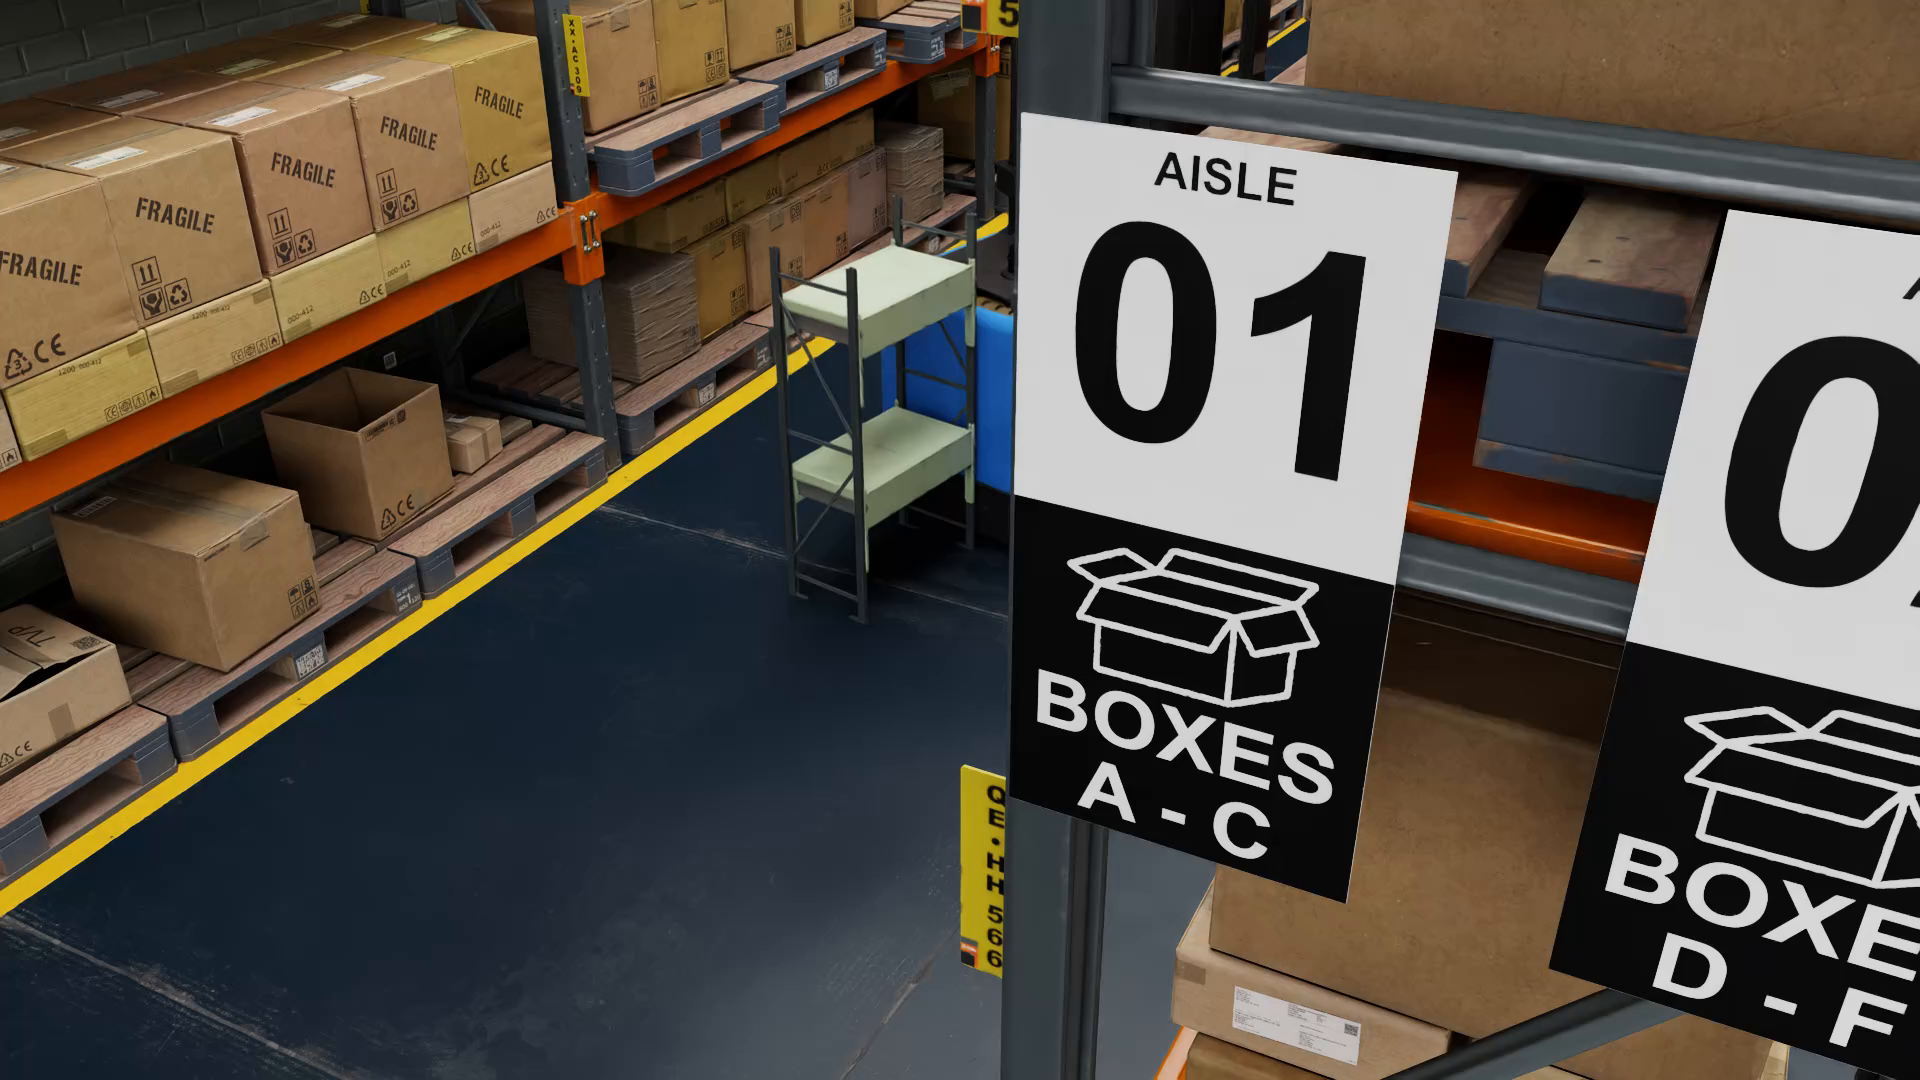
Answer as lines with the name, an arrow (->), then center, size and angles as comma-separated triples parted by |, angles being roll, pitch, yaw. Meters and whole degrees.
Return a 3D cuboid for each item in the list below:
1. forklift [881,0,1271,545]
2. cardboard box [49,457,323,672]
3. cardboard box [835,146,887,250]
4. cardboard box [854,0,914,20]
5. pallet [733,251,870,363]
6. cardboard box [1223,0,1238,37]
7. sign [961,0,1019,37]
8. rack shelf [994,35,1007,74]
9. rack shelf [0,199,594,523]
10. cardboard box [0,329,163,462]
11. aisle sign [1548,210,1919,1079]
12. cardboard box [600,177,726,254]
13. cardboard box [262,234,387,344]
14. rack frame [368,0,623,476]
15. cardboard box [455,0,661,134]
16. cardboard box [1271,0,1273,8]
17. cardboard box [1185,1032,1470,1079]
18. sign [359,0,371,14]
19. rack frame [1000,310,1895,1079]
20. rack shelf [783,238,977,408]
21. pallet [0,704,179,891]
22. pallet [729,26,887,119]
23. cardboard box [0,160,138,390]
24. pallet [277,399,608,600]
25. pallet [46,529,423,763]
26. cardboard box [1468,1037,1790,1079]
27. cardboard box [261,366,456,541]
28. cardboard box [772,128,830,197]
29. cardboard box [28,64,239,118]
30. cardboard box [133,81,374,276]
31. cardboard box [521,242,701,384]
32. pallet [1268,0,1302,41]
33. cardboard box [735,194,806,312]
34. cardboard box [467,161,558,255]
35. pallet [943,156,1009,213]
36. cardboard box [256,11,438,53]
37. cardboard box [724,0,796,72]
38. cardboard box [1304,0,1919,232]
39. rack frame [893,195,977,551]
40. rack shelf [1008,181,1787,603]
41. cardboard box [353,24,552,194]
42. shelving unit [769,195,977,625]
forklift -> 0.989, -1.846, 7.522 | 1.130, 2.935, 3.031 | 23, 37, 35
cardboard box -> -2.855, 0.079, 6.168 | 0.700, 0.500, 0.500 | 12, 32, 20
cardboard box -> -0.864, -2.081, 9.930 | 0.700, 0.500, 0.500 | 14, 33, 23
cardboard box -> -0.680, -3.277, 9.402 | 0.700, 0.500, 0.500 | 11, 32, 19
pallet -> -1.158, -1.413, 9.499 | 1.003, 0.211, 1.213 | 14, 33, 23
cardboard box -> 2.010, -4.687, 14.488 | 0.700, 0.500, 0.500 | 15, 33, 24
sign -> 0.047, -0.618, 1.493 | 0.100, 0.325, 0.005 | 14, 33, 23
rack shelf -> 0.667, -4.082, 12.069 | 1.077, 0.370, 4.000 | 14, 33, 23
rack shelf -> -2.977, -0.535, 5.893 | 1.077, 0.370, 4.000 | 14, 33, 23
cardboard box -> -2.922, -0.507, 5.251 | 0.500, 0.250, 0.500 | 14, 33, 23
aisle sign -> 0.766, 0.133, 1.396 | 0.394, 0.787, 0.004 | 14, 33, 23
cardboard box -> -1.548, -1.692, 8.500 | 0.500, 0.250, 0.500 | 14, 33, 22
cardboard box -> -2.462, -0.953, 6.029 | 0.500, 0.250, 0.500 | 14, 33, 23
rack frame -> -2.066, -1.734, 7.258 | 1.000, 3.000, 0.127 | 14, 33, 23
cardboard box -> -1.804, -2.186, 7.502 | 0.700, 0.500, 0.500 | 14, 33, 23
cardboard box -> 2.478, -5.136, 15.270 | 0.700, 0.500, 0.500 | 15, 33, 24
cardboard box -> 0.747, 0.914, 2.546 | 0.700, 0.500, 0.500 | 14, 33, 23
sign -> -2.562, -2.360, 7.186 | 0.100, 0.325, 0.005 | 14, 33, 23
rack frame -> 0.523, 1.161, 2.216 | 1.000, 3.000, 0.127 | 14, 33, 23
rack shelf -> -0.318, -0.857, 6.452 | 0.431, 0.370, 0.720 | 20, 35, 31
pallet -> -3.452, 0.863, 5.536 | 1.003, 0.211, 1.213 | 14, 33, 23
pallet -> -1.109, -2.537, 8.849 | 1.003, 0.211, 1.213 | 14, 33, 23
cardboard box -> -2.928, -0.818, 5.039 | 0.500, 0.500, 0.500 | 13, 32, 22
pallet -> -2.341, -0.219, 7.419 | 1.003, 0.211, 1.213 | 14, 33, 23
pallet -> -2.895, 0.324, 6.474 | 1.003, 0.211, 1.213 | 14, 33, 23
cardboard box -> 0.894, 0.712, 2.247 | 0.380, 0.149, 0.250 | 14, 33, 23
cardboard box -> -2.503, -0.372, 6.953 | 0.500, 0.500, 0.500 | 12, 32, 20
cardboard box -> -1.071, -2.141, 9.281 | 0.500, 0.250, 0.500 | 14, 33, 23
cardboard box -> -2.937, -1.394, 6.042 | 0.500, 0.500, 0.500 | 15, 33, 25
cardboard box -> -2.467, -1.280, 5.844 | 0.500, 0.500, 0.500 | 13, 32, 22
cardboard box -> -1.746, -1.171, 8.345 | 0.700, 0.500, 0.500 | 15, 33, 25
pallet -> 2.549, -4.933, 15.629 | 1.003, 0.211, 1.213 | 14, 33, 23
cardboard box -> -1.286, -1.628, 9.142 | 0.700, 0.500, 0.500 | 15, 33, 24
cardboard box -> -2.012, -1.399, 6.804 | 0.500, 0.250, 0.500 | 14, 33, 23
pallet -> 0.182, -2.630, 11.619 | 1.003, 0.211, 1.213 | 14, 33, 23
cardboard box -> -2.466, -1.842, 6.823 | 0.500, 0.500, 0.500 | 14, 33, 22
cardboard box -> -1.271, -2.731, 8.452 | 0.700, 0.500, 0.500 | 19, 35, 30
cardboard box -> 0.789, -0.681, 1.745 | 0.797, 0.503, 0.637 | 17, 34, 27
rack frame -> -0.102, -0.665, 6.902 | 0.400, 1.500, 0.023 | 20, 35, 31
rack shelf -> 1.434, -0.714, 3.192 | 1.077, 0.370, 4.000 | 14, 33, 23
cardboard box -> -2.006, -1.723, 6.616 | 0.500, 0.500, 0.500 | 14, 33, 23
shelving unit -> -0.318, -0.518, 6.646 | 0.431, 1.500, 0.755 | 20, 35, 31
